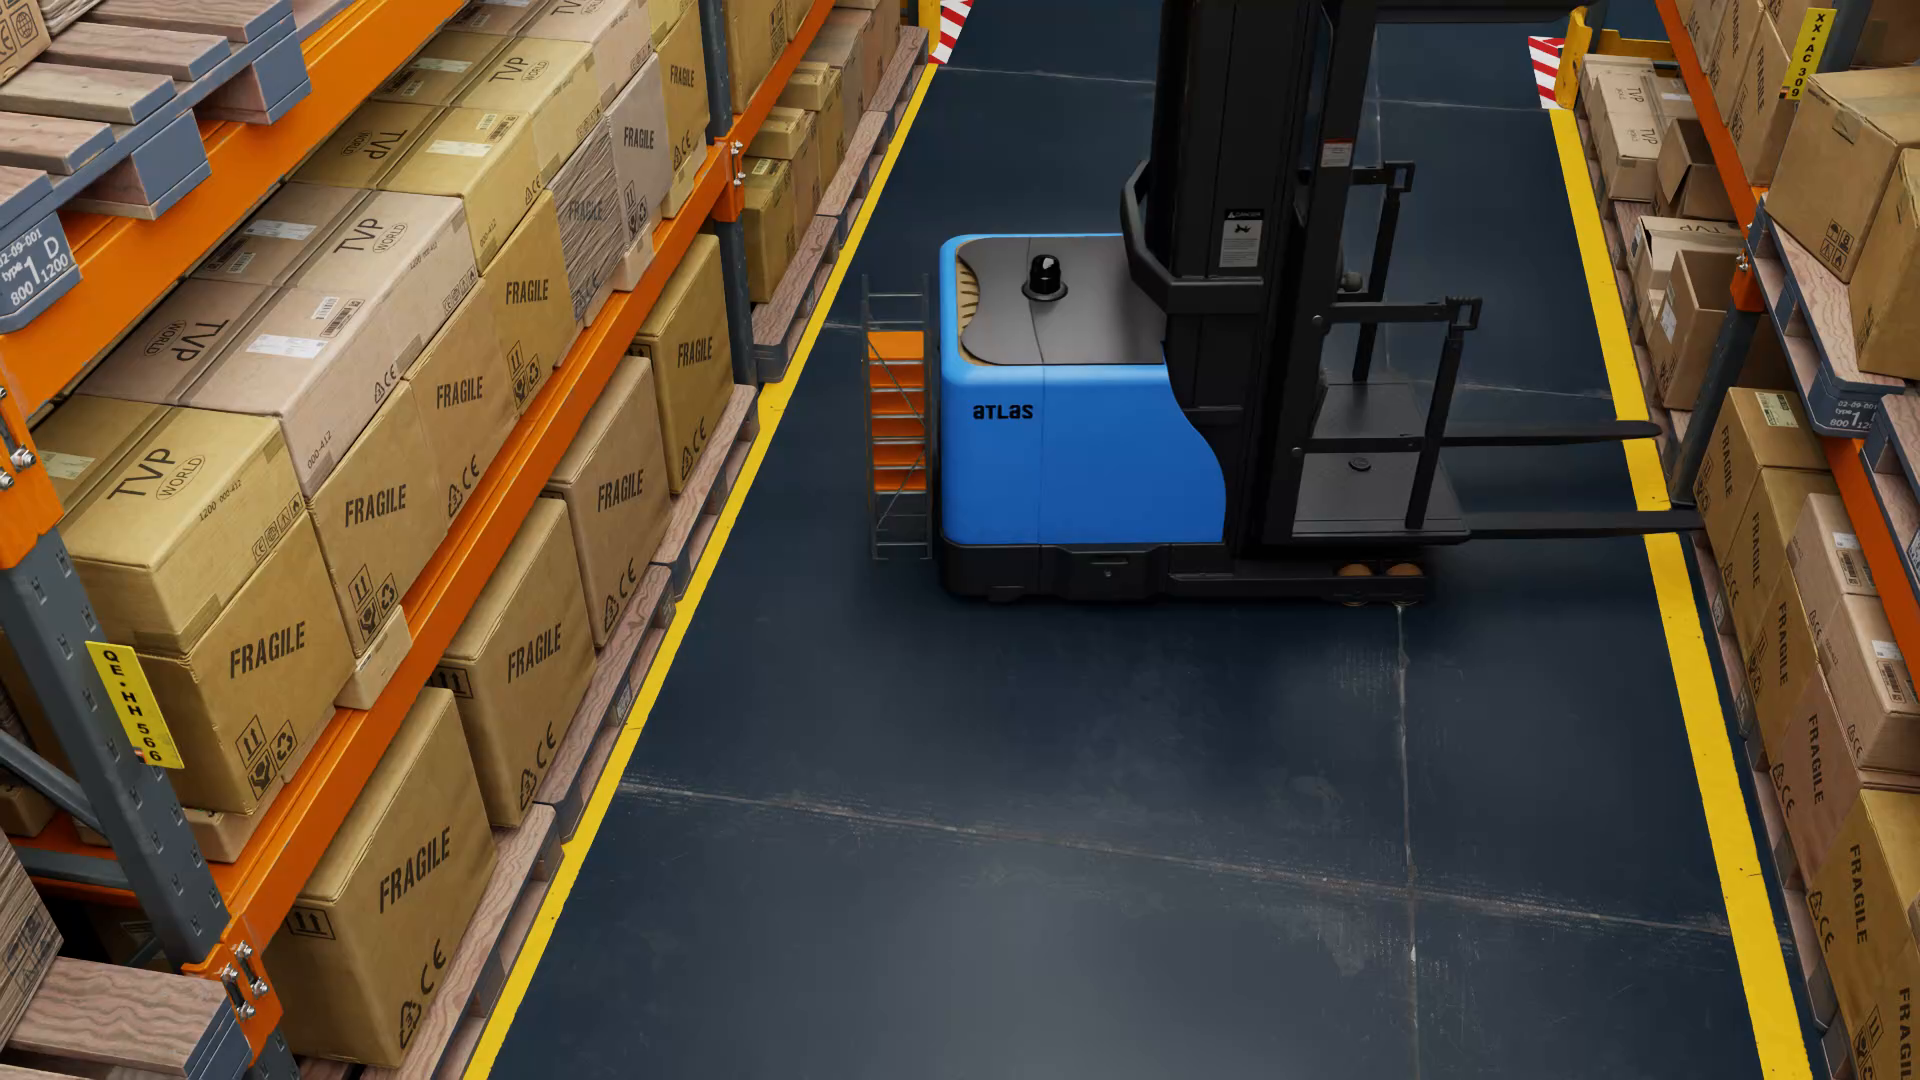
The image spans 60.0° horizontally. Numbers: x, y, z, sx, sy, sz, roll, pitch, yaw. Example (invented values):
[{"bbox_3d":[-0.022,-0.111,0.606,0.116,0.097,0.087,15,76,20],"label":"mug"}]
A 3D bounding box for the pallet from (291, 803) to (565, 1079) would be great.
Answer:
[{"bbox_3d":[-1.896,1.268,5.051,1.003,0.211,1.213,6,40,8],"label":"pallet"}]

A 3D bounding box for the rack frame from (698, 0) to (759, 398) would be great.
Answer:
[{"bbox_3d":[-1.415,-1.831,6.610,1.000,3.000,0.127,6,40,8],"label":"rack frame"}]

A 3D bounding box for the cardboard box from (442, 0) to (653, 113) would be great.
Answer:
[{"bbox_3d":[-1.342,-1.640,5.463,0.500,0.250,0.500,7,40,9],"label":"cardboard box"}]

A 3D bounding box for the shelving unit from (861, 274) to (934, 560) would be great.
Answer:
[{"bbox_3d":[-0.233,-0.442,6.343,0.258,1.200,0.189,-1,40,-1],"label":"shelving unit"}]

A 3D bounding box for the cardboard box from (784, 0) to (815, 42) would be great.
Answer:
[{"bbox_3d":[-1.173,-2.743,7.478,0.980,0.700,0.700,5,40,7],"label":"cardboard box"}]

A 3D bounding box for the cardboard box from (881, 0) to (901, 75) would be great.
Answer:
[{"bbox_3d":[-0.745,-3.089,9.765,0.700,0.500,0.500,6,40,8],"label":"cardboard box"}]

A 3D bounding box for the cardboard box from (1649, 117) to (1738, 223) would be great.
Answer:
[{"bbox_3d":[3.785,-1.674,8.035,0.797,0.503,0.637,6,40,8],"label":"cardboard box"}]

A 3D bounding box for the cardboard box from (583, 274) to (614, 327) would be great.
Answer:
[{"bbox_3d":[-1.400,-0.861,5.619,0.380,0.149,0.250,6,40,8],"label":"cardboard box"}]

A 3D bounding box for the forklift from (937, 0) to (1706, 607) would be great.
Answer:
[{"bbox_3d":[1.427,-1.213,5.917,3.031,2.935,1.130,-1,40,-1],"label":"forklift"}]

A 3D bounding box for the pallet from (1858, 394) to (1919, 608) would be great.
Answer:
[{"bbox_3d":[3.104,0.076,4.454,1.003,0.211,1.213,6,40,8],"label":"pallet"}]

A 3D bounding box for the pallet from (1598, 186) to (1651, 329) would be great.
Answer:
[{"bbox_3d":[3.793,-1.411,8.291,1.003,0.211,1.213,6,40,8],"label":"pallet"}]

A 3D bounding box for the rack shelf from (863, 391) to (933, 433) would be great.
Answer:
[{"bbox_3d":[-0.233,-0.501,6.295,0.258,0.103,0.180,-1,40,-1],"label":"rack shelf"}]

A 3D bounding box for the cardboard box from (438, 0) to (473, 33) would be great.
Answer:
[{"bbox_3d":[-1.835,-1.692,5.526,0.500,0.250,0.500,7,40,8],"label":"cardboard box"}]

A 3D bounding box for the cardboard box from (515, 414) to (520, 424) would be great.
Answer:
[{"bbox_3d":[-1.567,-0.376,5.033,0.380,0.149,0.250,7,40,8],"label":"cardboard box"}]

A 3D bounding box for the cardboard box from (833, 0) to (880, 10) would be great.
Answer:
[{"bbox_3d":[-0.632,-3.078,9.242,0.380,0.149,0.250,7,40,9],"label":"cardboard box"}]

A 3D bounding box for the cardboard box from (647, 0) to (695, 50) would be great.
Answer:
[{"bbox_3d":[-1.244,-1.959,5.850,0.500,0.250,0.500,7,40,9],"label":"cardboard box"}]

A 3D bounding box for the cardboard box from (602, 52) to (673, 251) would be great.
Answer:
[{"bbox_3d":[-1.325,-1.353,5.705,0.500,0.500,0.500,7,40,8],"label":"cardboard box"}]

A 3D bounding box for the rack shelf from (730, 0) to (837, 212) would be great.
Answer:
[{"bbox_3d":[-1.069,-2.809,8.358,1.077,0.370,4.000,6,40,8],"label":"rack shelf"}]

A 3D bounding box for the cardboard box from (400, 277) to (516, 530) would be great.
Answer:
[{"bbox_3d":[-1.584,-0.397,4.548,0.500,0.500,0.500,6,40,7],"label":"cardboard box"}]

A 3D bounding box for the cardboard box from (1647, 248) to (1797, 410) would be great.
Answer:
[{"bbox_3d":[3.284,-0.882,7.079,0.500,0.500,0.500,6,40,8],"label":"cardboard box"}]

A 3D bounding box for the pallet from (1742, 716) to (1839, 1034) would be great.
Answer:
[{"bbox_3d":[3.152,1.070,5.290,1.003,0.211,1.213,6,40,8],"label":"pallet"}]

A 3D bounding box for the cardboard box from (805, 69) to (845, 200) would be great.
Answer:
[{"bbox_3d":[-1.003,-2.124,8.597,0.700,0.500,0.500,7,40,9],"label":"cardboard box"}]

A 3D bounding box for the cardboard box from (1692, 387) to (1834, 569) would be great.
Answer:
[{"bbox_3d":[3.141,-0.216,6.274,0.500,0.500,0.500,5,40,6],"label":"cardboard box"}]

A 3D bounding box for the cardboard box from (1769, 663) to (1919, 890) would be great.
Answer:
[{"bbox_3d":[2.878,0.750,5.106,0.500,0.500,0.500,5,40,6],"label":"cardboard box"}]

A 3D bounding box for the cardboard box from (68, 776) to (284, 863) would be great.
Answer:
[{"bbox_3d":[-1.822,0.588,3.867,0.380,0.149,0.250,6,40,7],"label":"cardboard box"}]

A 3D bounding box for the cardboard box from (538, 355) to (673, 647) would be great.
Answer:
[{"bbox_3d":[-1.550,-0.184,5.976,0.750,0.750,0.750,8,40,9],"label":"cardboard box"}]

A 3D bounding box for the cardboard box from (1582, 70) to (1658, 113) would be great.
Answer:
[{"bbox_3d":[3.703,-2.493,9.290,0.380,0.166,0.250,6,40,8],"label":"cardboard box"}]

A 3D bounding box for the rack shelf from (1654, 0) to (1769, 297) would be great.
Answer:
[{"bbox_3d":[3.811,-2.265,7.700,1.077,0.370,4.000,6,40,8],"label":"rack shelf"}]

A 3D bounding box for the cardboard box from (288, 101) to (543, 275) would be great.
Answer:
[{"bbox_3d":[-1.518,-1.000,4.689,0.500,0.250,0.500,6,40,7],"label":"cardboard box"}]

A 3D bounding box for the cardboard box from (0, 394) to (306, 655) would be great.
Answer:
[{"bbox_3d":[-1.770,-0.045,3.534,0.500,0.250,0.500,7,40,9],"label":"cardboard box"}]

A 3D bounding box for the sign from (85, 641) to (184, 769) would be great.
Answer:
[{"bbox_3d":[-1.571,0.318,3.165,0.100,0.325,0.005,6,40,8],"label":"sign"}]

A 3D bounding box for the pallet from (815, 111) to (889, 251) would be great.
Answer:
[{"bbox_3d":[-0.997,-1.993,8.994,1.003,0.211,1.213,6,40,8],"label":"pallet"}]

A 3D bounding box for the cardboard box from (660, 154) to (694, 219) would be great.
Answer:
[{"bbox_3d":[-1.215,-1.337,6.195,0.380,0.149,0.250,7,40,8],"label":"cardboard box"}]

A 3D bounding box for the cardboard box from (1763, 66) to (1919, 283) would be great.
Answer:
[{"bbox_3d":[3.162,-1.215,5.457,0.700,0.500,0.500,-6,40,-7],"label":"cardboard box"}]

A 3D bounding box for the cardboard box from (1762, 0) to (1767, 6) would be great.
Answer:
[{"bbox_3d":[3.383,-2.379,6.410,0.500,0.500,0.500,6,40,7],"label":"cardboard box"}]

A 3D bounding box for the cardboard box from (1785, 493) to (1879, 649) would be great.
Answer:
[{"bbox_3d":[2.968,0.122,5.276,0.500,0.250,0.500,6,40,8],"label":"cardboard box"}]

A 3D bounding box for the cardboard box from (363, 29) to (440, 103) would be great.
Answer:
[{"bbox_3d":[-1.917,-1.376,5.145,0.500,0.250,0.500,5,40,6],"label":"cardboard box"}]

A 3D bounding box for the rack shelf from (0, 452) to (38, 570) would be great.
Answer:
[{"bbox_3d":[-2.453,1.056,1.329,1.077,0.370,4.000,6,40,8],"label":"rack shelf"}]

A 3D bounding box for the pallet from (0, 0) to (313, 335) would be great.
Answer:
[{"bbox_3d":[-2.048,-0.814,3.174,1.213,0.211,1.003,8,40,10],"label":"pallet"}]

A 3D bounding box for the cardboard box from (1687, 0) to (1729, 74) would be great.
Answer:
[{"bbox_3d":[3.473,-2.314,7.116,0.500,0.500,0.500,7,40,9],"label":"cardboard box"}]

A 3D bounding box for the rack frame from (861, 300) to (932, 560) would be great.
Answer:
[{"bbox_3d":[-0.231,-0.384,6.273,0.240,1.200,0.006,-1,40,-1],"label":"rack frame"}]

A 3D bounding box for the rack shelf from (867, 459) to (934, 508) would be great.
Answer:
[{"bbox_3d":[-0.233,-0.223,6.525,0.258,0.103,0.180,-1,40,-1],"label":"rack shelf"}]
